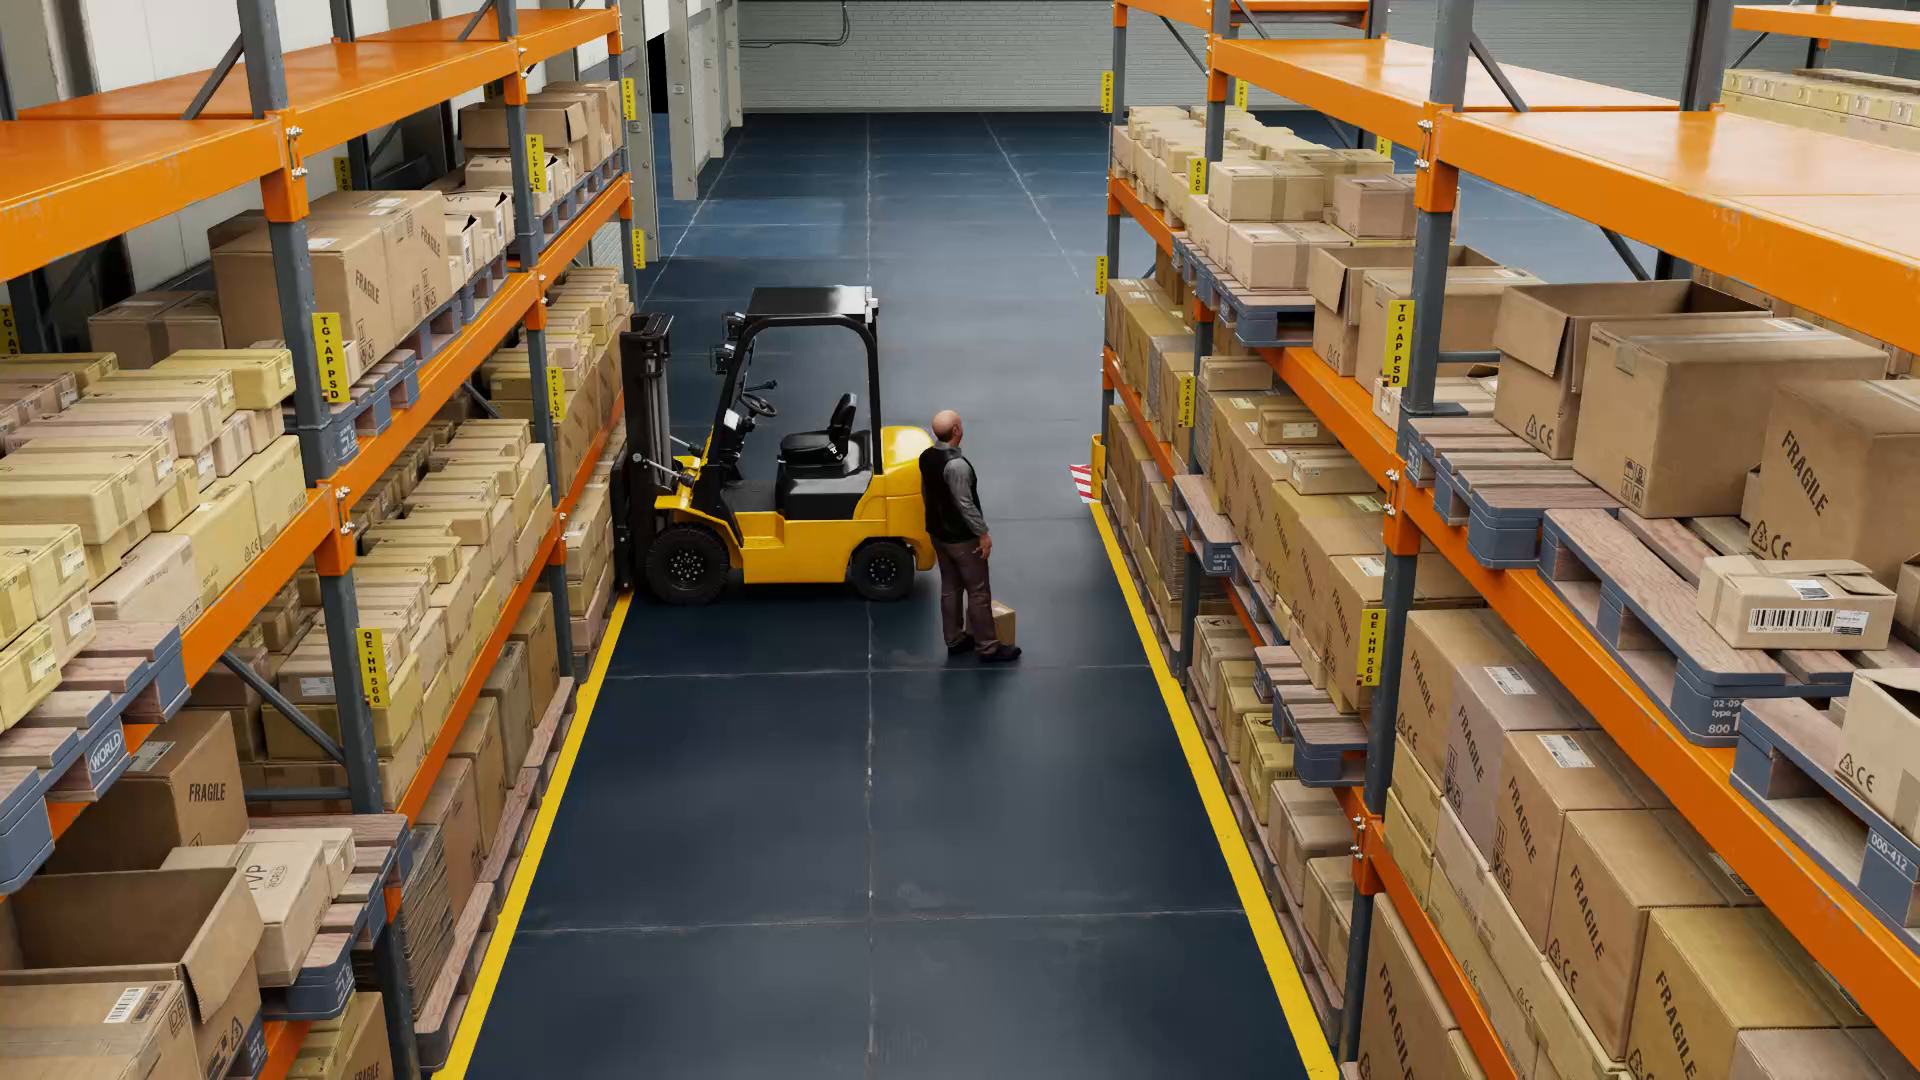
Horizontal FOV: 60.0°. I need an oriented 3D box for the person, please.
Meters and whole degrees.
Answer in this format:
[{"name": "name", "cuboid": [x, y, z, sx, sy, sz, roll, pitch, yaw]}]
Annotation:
[{"name": "person", "cuboid": [0.038, -0.046, 11.212, 0.568, 1.720, 0.632, -12, 24, -30]}]
